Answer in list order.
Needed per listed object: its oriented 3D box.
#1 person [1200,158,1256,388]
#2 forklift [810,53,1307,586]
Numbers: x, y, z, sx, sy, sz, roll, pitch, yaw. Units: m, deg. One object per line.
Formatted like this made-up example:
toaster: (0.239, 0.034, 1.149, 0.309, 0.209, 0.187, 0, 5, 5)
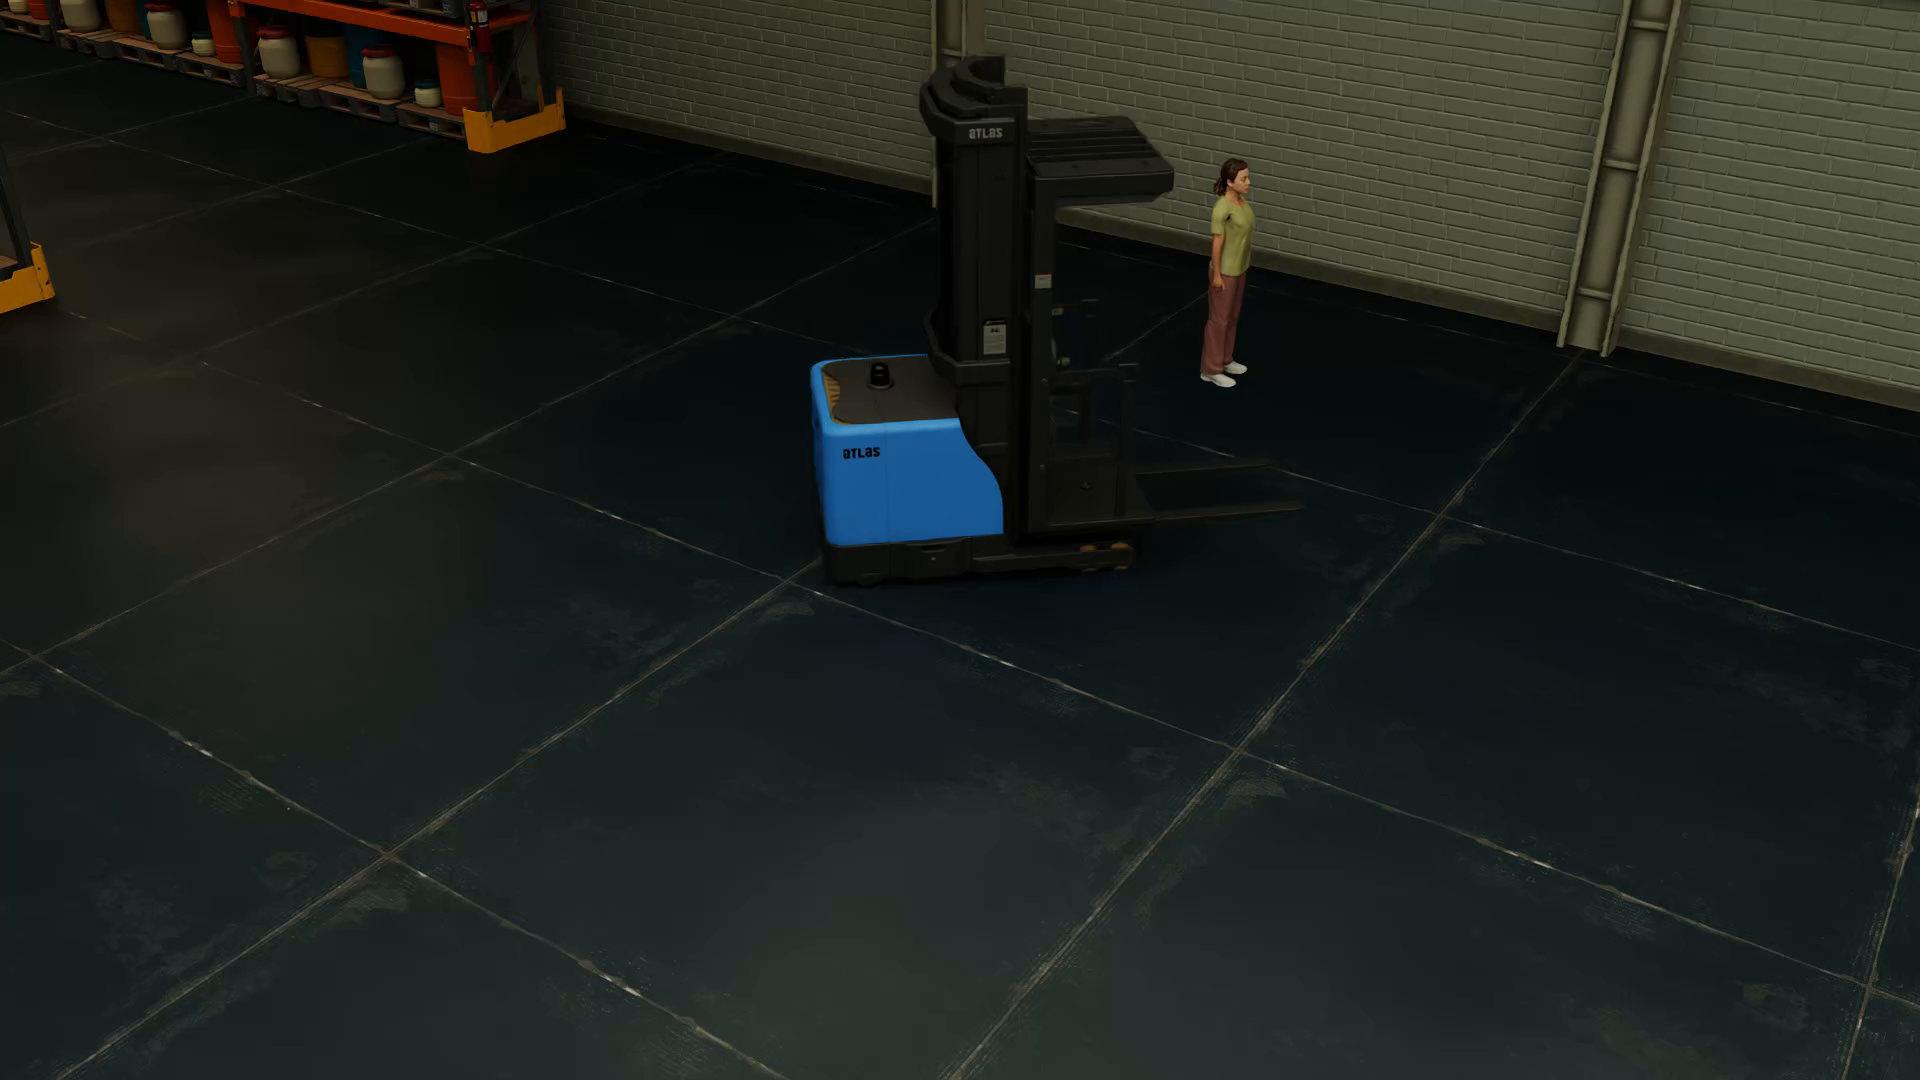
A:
person: (1.985, -1.980, 12.245, 0.369, 1.673, 0.436, 15, 33, 24)
forklift: (0.625, -1.327, 9.866, 3.031, 2.935, 1.130, -5, 30, -8)
